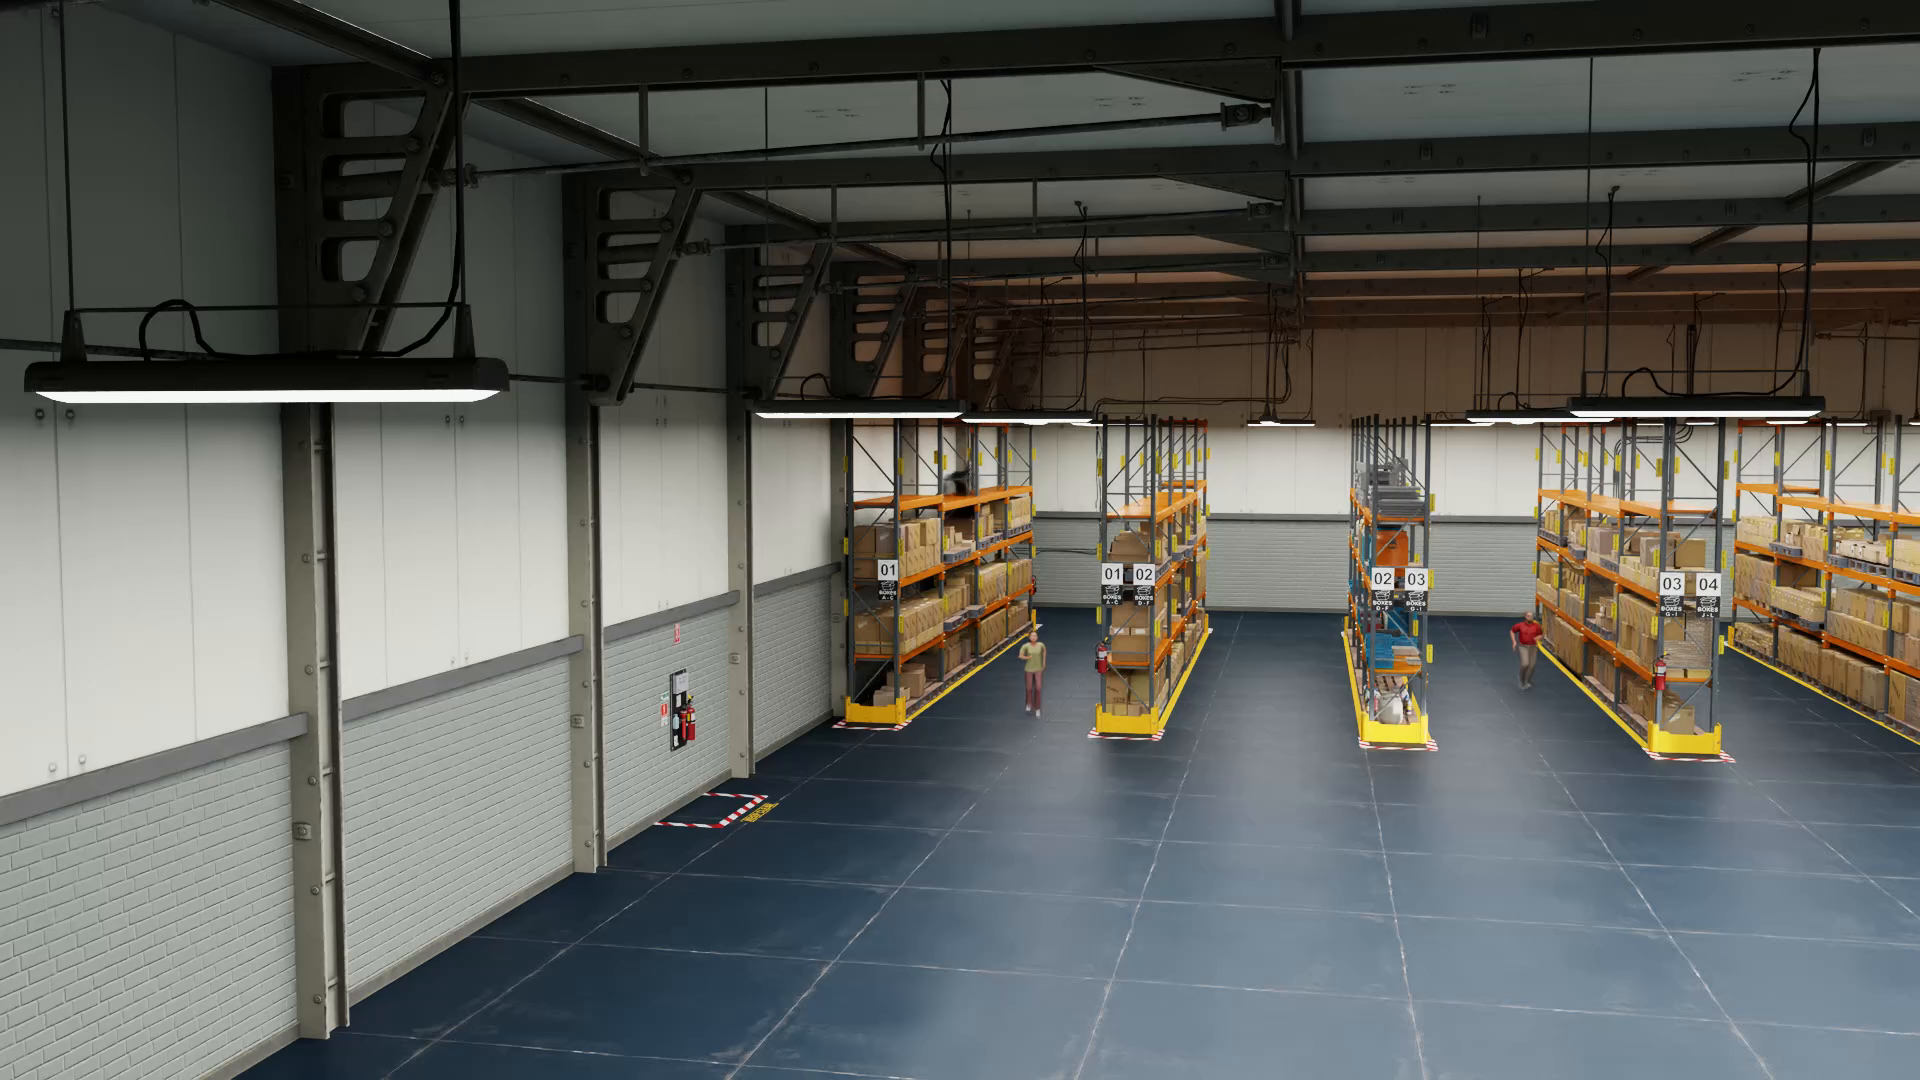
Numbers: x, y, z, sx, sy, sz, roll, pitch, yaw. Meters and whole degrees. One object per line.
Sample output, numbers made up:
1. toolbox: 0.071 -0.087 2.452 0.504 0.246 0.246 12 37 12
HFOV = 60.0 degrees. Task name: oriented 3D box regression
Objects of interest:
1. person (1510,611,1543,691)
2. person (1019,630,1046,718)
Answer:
1. person: 12.469 2.446 36.496 0.634 1.764 0.722 0 4 2
2. person: 1.449 2.664 33.333 0.566 1.702 0.802 0 4 -4
